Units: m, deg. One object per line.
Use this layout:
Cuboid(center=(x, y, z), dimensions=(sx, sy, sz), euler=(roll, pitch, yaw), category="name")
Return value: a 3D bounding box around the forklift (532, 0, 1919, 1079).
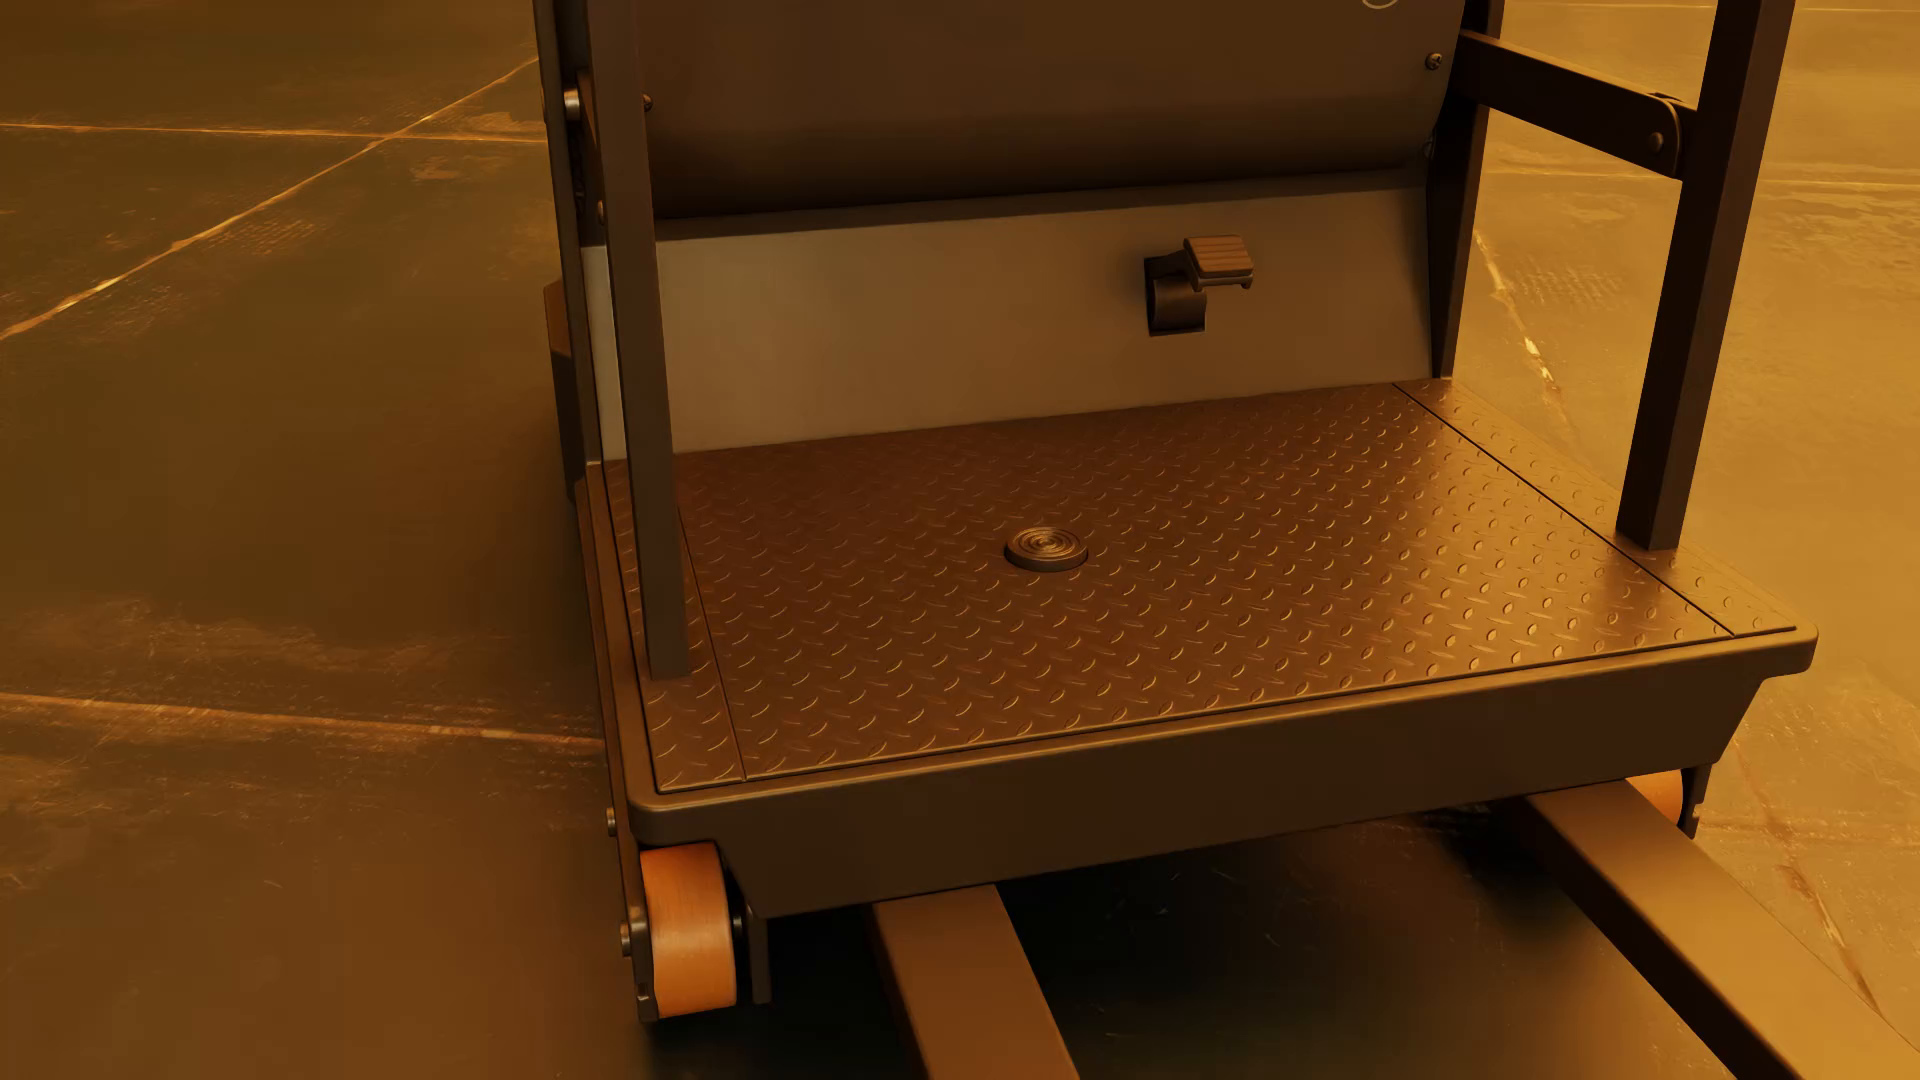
Cuboid(center=(0.153, -1.049, 1.319), dimensions=(1.130, 2.935, 3.031), euler=(-7, 27, -13), category="forklift")
